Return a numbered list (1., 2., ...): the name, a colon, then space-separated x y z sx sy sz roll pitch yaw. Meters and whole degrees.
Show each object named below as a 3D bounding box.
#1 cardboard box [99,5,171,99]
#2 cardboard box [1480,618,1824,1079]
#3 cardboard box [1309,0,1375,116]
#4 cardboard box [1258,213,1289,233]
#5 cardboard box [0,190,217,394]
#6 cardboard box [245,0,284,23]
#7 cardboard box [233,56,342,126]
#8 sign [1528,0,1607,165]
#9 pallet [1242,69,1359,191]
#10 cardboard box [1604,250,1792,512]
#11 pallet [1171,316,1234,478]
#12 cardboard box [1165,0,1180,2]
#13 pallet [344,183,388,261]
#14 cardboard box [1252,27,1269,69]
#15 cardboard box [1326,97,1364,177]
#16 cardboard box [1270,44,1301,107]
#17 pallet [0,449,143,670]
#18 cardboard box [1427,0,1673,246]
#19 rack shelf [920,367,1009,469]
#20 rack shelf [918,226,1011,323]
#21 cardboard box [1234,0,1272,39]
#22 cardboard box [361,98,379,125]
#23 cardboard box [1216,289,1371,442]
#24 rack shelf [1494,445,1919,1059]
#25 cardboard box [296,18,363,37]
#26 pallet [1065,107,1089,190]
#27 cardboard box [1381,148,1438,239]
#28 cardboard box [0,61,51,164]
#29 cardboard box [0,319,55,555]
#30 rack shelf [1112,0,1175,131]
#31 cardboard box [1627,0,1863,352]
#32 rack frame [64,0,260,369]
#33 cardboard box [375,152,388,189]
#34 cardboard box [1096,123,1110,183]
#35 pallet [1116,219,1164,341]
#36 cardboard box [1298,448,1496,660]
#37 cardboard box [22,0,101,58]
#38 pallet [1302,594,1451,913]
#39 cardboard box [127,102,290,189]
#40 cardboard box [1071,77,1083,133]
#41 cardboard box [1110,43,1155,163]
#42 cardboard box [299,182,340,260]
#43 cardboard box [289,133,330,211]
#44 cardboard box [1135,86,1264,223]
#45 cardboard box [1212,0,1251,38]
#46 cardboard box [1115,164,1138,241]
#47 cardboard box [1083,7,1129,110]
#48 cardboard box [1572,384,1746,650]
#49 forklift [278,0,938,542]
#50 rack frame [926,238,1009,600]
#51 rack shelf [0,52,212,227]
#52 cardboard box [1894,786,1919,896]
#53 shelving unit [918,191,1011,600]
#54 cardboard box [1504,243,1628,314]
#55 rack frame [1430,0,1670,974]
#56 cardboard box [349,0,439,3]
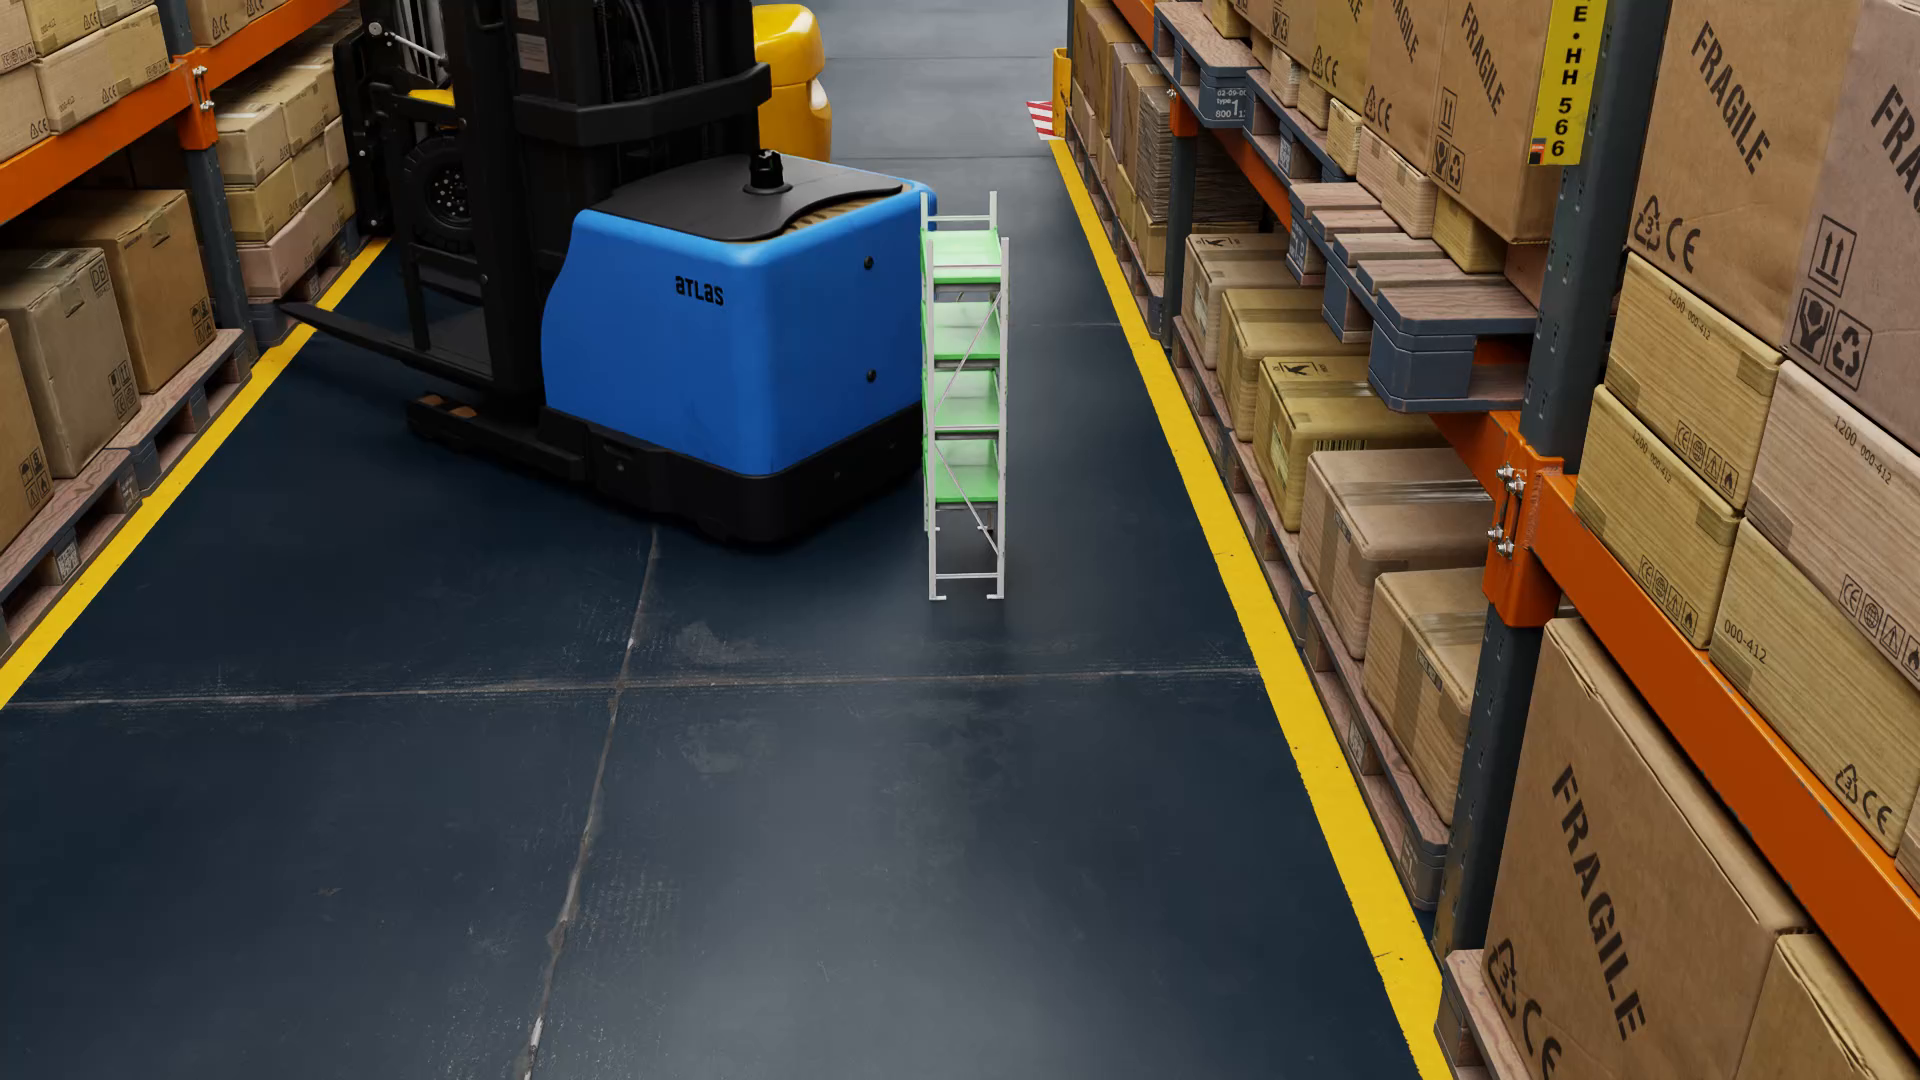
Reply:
1. cardboard box: -3.269 -1.790 6.100 0.500 0.250 0.500 -1 28 -1
2. cardboard box: 1.562 0.720 2.970 0.875 0.875 0.875 -2 28 -3
3. cardboard box: 1.242 -1.394 4.296 0.500 0.500 0.500 -3 28 -6
4. cardboard box: 1.639 -1.450 7.806 0.500 0.250 0.500 -3 28 -5
5. cardboard box: -3.518 -0.975 6.490 0.875 0.625 0.625 0 28 0
6. cardboard box: -3.363 -2.578 7.342 0.500 0.500 0.500 -1 28 -2
7. cardboard box: -3.322 -2.190 8.143 0.500 0.250 0.500 0 28 -1
8. sign: 1.068 -0.818 2.908 0.100 0.325 0.005 -1 28 -3
9. pallet: 1.465 -1.185 4.986 1.003 0.211 1.213 -1 28 -3
10. cardboard box: 1.389 -0.272 2.650 0.500 0.250 0.500 -2 28 -3
11. pallet: 1.442 -0.608 6.688 1.003 0.211 1.213 -1 28 -3
12. cardboard box: 1.079 -2.234 7.061 0.380 0.149 0.250 -2 28 -3
13. pallet: -3.623 -1.779 8.933 1.003 0.211 1.213 -1 28 -3
14. cardboard box: 1.181 -1.652 5.491 0.380 0.149 0.250 -1 28 -2
15. cardboard box: 1.179 -1.058 4.353 0.380 0.149 0.250 -1 28 -2
16. cardboard box: 1.154 -1.414 5.034 0.380 0.149 0.250 0 28 -1
17. pallet: -3.412 0.058 5.411 1.003 0.211 1.213 -1 28 -3
18. cardboard box: 1.308 -0.923 3.391 0.500 0.500 0.500 -2 28 -4
19. rack shelf: 0.009 -0.399 5.356 0.258 0.148 0.480 -1 28 -3
20. rack shelf: 0.009 -0.824 5.134 0.258 0.148 0.480 -1 28 -3
21. cardboard box: 1.177 -1.883 5.233 0.500 0.500 0.500 -2 28 -3
22. cardboard box: -3.342 -2.200 8.704 0.500 0.250 0.500 -1 28 -3
23. cardboard box: 1.471 -0.651 6.142 0.950 0.372 0.625 0 28 1
24. rack shelf: 1.714 0.886 1.586 1.077 0.370 4.000 -1 28 -3
25. cardboard box: -3.361 -2.667 9.057 0.500 0.250 0.500 -1 28 -2
26. pallet: 1.203 -2.404 10.131 1.003 0.211 1.213 -1 28 -3
27. cardboard box: 1.213 -0.815 3.886 0.380 0.149 0.250 -2 28 -3
28. cardboard box: -3.242 -1.328 5.214 0.500 0.250 0.500 -1 28 -2
29. cardboard box: -3.444 -0.270 5.137 0.875 0.625 0.625 -2 28 -5
30. rack shelf: 1.296 -2.809 8.670 1.077 0.370 4.000 -1 28 -3
31. cardboard box: 1.391 -0.611 2.488 0.500 0.500 0.500 -2 28 -4
32. rack frame: -3.556 -2.083 6.499 1.000 3.000 0.127 -1 28 -3
33. cardboard box: -3.342 -1.987 8.836 0.500 0.250 0.500 -1 28 -1
34. cardboard box: 1.018 -2.152 9.151 0.500 0.250 0.500 0 28 1
35. pallet: 1.330 -1.277 7.970 1.003 0.211 1.213 -1 28 -3
36. cardboard box: 1.543 0.020 4.855 0.950 0.372 0.625 -2 28 -4
37. cardboard box: -3.241 -1.780 5.540 0.500 0.250 0.500 -2 28 -4
38. pallet: 1.570 0.518 4.528 1.003 0.211 1.213 -1 28 -3
39. cardboard box: -3.268 -1.724 7.250 0.500 0.250 0.500 -2 28 -3
40. cardboard box: 0.957 -2.639 10.086 0.500 0.250 0.500 -2 28 -3
41. cardboard box: 1.045 -2.241 8.511 0.500 0.500 0.500 0 28 0
42. cardboard box: -3.293 -1.515 7.931 0.500 0.250 0.500 -2 28 -4
43. cardboard box: -3.302 -1.735 7.811 0.500 0.250 0.500 -2 28 -3
44. cardboard box: 1.101 -1.771 7.609 0.500 0.500 0.500 -2 28 -3
45. cardboard box: 1.118 -1.901 5.968 0.380 0.149 0.250 -1 28 -2
46. cardboard box: 1.063 -1.683 8.253 0.500 0.250 0.500 -2 28 -4
47. cardboard box: 0.991 -2.720 9.429 0.500 0.500 0.500 -2 28 -5
48. cardboard box: 1.383 -0.058 2.780 0.500 0.250 0.500 -2 28 -4
49. forklift: -1.549 -1.822 6.073 3.031 2.935 1.130 19 33 32
50. rack frame: 0.021 -0.343 5.110 0.240 1.200 0.015 -1 28 -3
51. rack shelf: -3.452 -0.840 4.895 1.077 0.370 4.000 -1 28 -3
52. cardboard box: 1.449 0.421 1.862 0.500 0.250 0.500 0 28 -1
53. shelving unit: 0.009 -0.456 5.326 0.258 1.200 0.503 -1 28 -3
54. cardboard box: 1.357 -0.577 3.431 0.380 0.149 0.250 0 28 -1
55. rack frame: 1.609 -0.357 3.191 1.000 3.000 0.127 -1 28 -3
56. cardboard box: -3.430 -3.135 9.955 0.500 0.250 0.500 0 28 -1
